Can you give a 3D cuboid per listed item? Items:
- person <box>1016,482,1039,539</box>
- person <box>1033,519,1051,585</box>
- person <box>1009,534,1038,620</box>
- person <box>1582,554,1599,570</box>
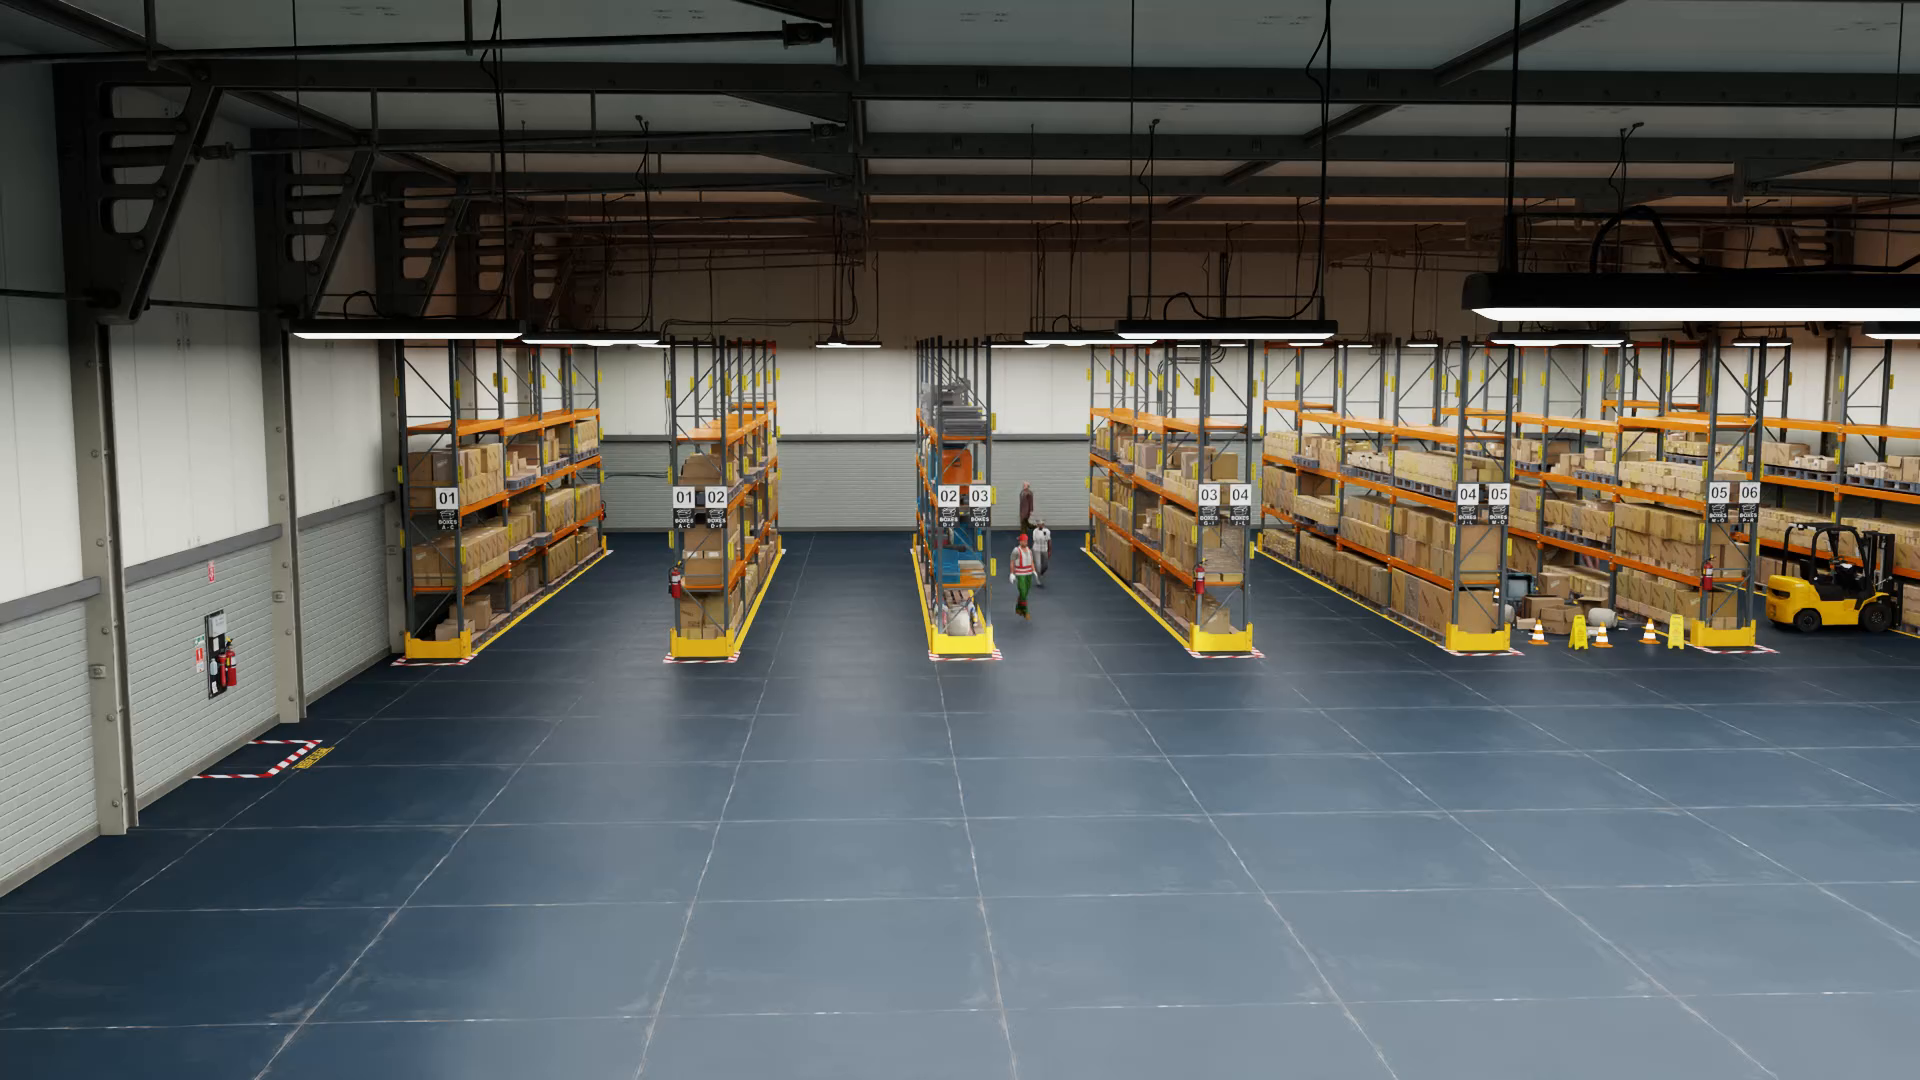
[{"bbox_3d":[2.049,-0.900,50.467,0.766,1.759,0.560,-2,7,-16],"label":"person"},{"bbox_3d":[1.999,0.268,40.859,0.456,1.614,0.843,-1,7,-6],"label":"person"},{"bbox_3d":[1.415,0.778,35.817,0.561,1.804,0.721,-6,9,-43],"label":"person"},{"bbox_3d":[16.077,0.116,42.169,0.490,1.691,0.396,-3,7,-26],"label":"person"}]
